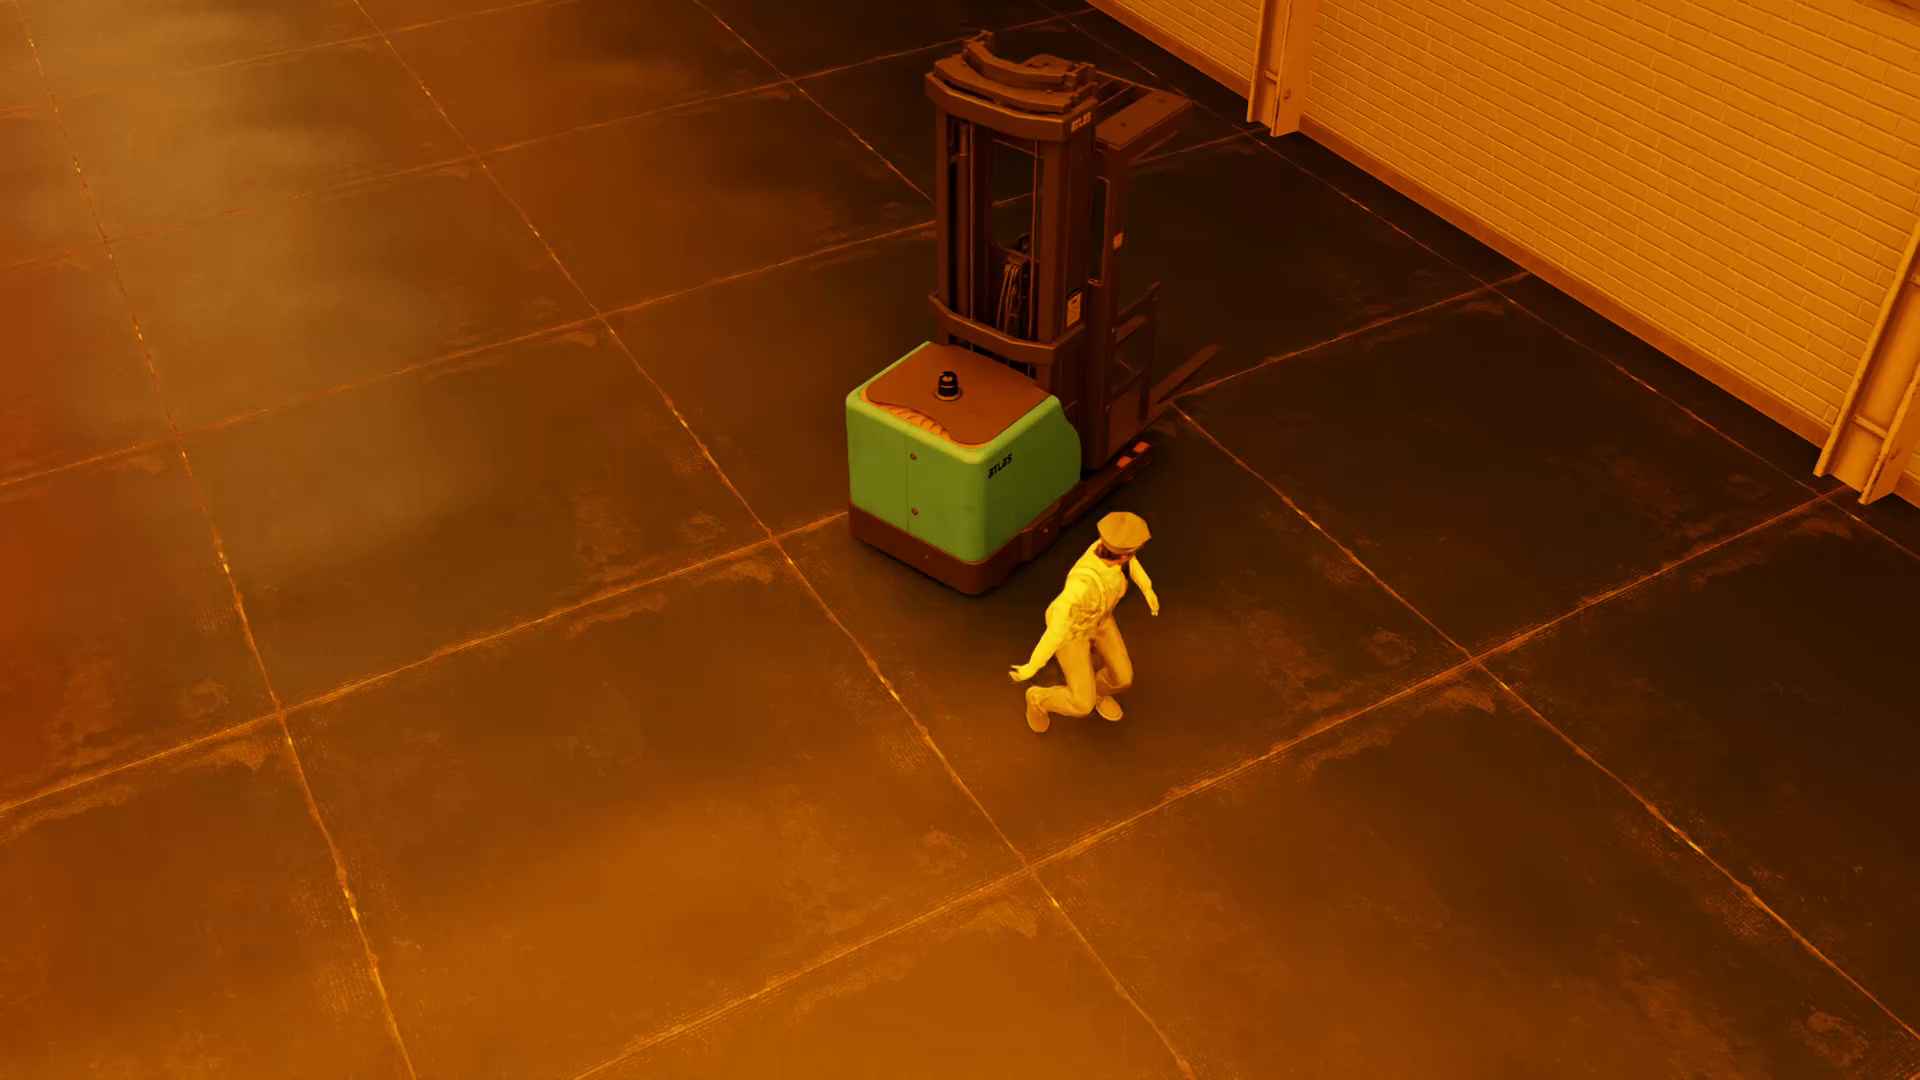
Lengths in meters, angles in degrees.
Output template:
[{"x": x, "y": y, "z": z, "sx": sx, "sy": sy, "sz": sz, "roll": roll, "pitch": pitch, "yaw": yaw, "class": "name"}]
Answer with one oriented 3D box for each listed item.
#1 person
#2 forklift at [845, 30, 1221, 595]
[{"x": 0.644, "y": 0.480, "z": 8.623, "sx": 0.523, "sy": 1.509, "sz": 0.893, "roll": 32, "pitch": 49, "yaw": 32, "class": "person"}, {"x": 0.624, "y": -1.686, "z": 10.069, "sx": 1.130, "sy": 2.935, "sz": 3.031, "roll": 27, "pitch": 47, "yaw": 29, "class": "forklift"}]
